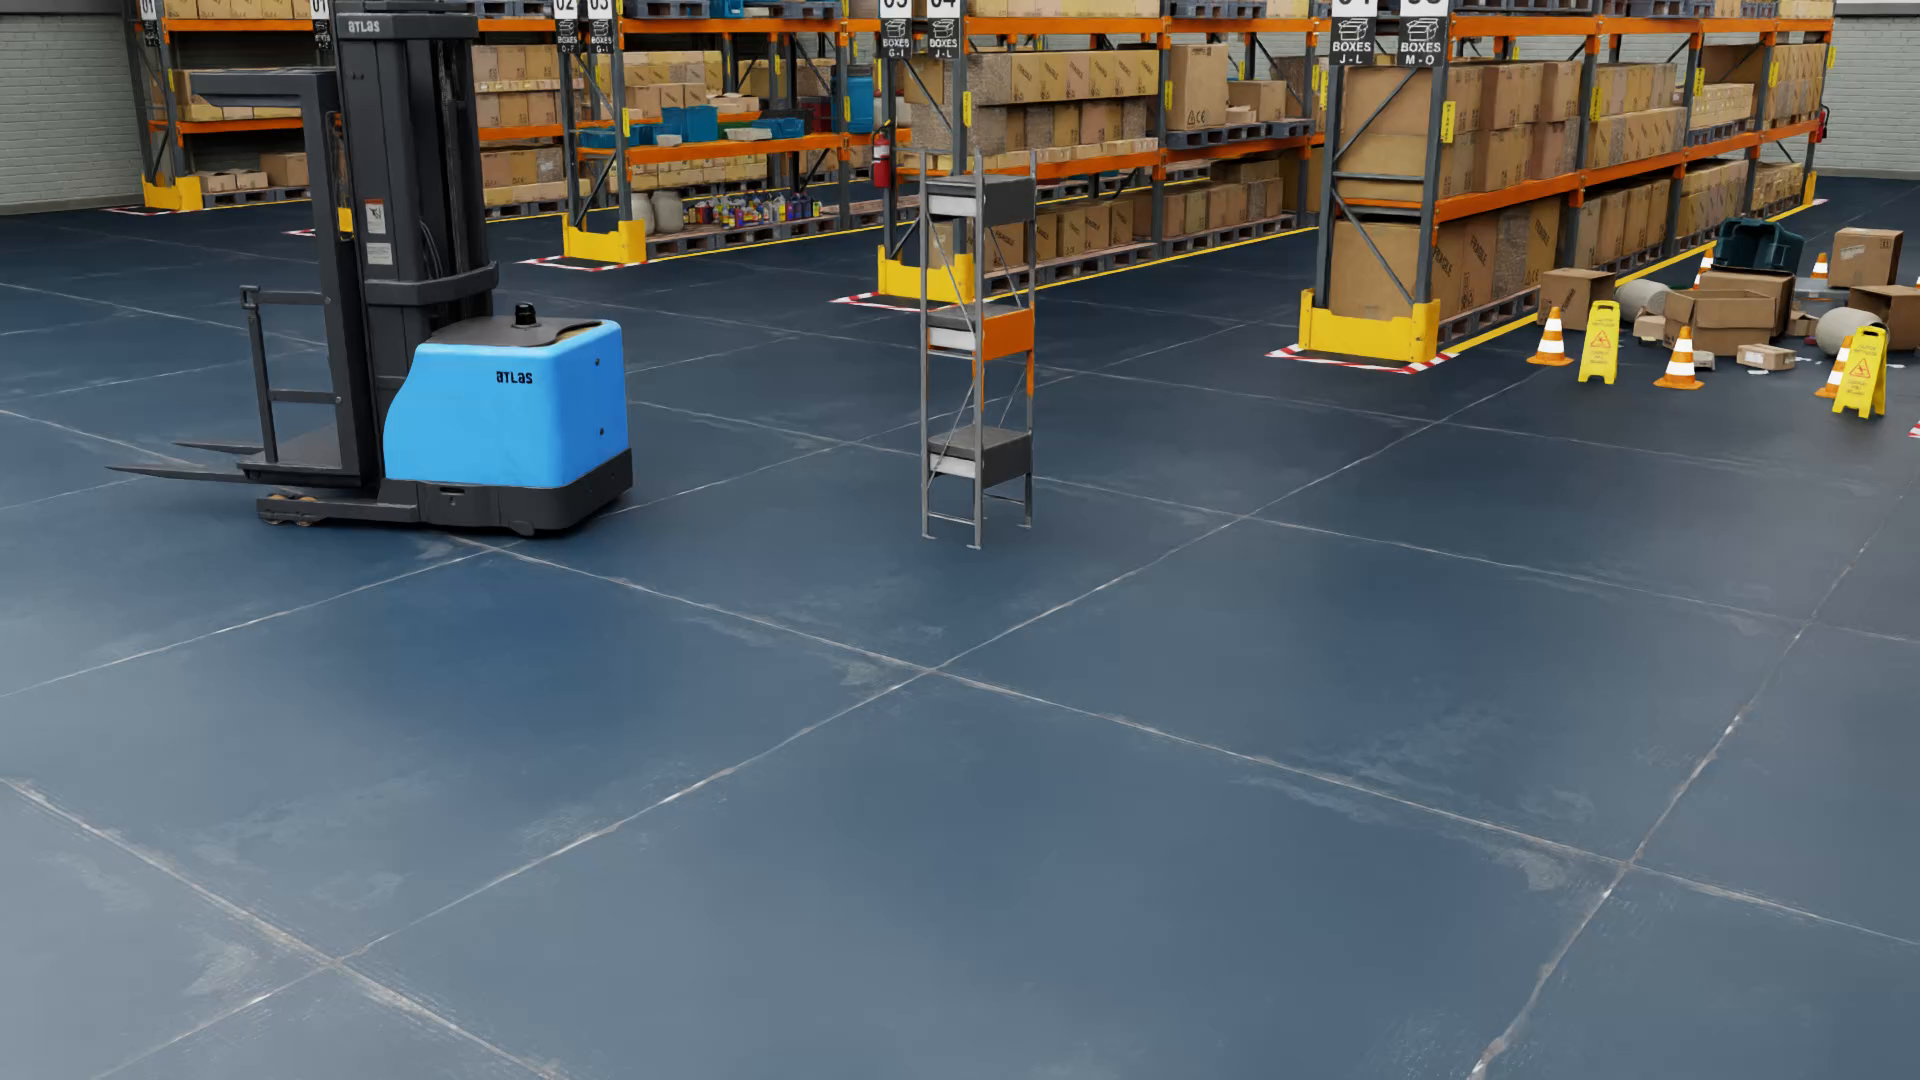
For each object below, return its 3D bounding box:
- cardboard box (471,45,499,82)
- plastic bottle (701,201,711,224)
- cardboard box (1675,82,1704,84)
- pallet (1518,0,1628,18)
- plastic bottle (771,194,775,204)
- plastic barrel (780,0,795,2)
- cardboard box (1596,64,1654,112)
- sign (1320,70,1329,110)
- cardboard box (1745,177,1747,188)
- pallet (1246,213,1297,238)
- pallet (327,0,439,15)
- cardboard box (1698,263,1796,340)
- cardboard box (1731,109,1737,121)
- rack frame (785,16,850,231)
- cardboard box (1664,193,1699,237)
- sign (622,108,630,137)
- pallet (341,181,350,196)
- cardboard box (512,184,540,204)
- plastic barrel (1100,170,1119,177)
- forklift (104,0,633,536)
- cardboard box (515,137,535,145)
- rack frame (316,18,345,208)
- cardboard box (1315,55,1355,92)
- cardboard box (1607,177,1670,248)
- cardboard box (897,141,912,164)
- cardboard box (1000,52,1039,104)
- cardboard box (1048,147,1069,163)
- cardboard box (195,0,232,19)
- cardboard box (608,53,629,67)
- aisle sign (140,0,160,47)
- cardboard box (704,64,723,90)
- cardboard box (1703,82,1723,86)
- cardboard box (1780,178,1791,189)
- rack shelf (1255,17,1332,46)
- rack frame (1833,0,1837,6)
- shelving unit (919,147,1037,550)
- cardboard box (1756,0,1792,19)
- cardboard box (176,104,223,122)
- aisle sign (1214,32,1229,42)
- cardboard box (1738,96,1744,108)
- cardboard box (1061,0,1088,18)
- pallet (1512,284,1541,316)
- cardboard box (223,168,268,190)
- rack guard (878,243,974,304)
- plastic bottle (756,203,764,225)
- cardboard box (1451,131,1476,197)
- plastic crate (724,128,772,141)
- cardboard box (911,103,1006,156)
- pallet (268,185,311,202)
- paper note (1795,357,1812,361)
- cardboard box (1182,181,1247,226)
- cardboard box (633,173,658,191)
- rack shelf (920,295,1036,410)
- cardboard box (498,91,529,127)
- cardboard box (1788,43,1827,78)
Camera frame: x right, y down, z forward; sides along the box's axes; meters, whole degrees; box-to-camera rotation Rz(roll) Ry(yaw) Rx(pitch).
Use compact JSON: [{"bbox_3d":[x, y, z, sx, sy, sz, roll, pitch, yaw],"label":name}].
[{"bbox_3d":[-7.094,-6.881,23.987,0.700,0.500,0.500,12,21,35],"label":"cardboard box"},{"bbox_3d":[-3.345,-4.314,21.916,0.061,0.283,0.133,12,21,35],"label":"plastic bottle"},{"bbox_3d":[10.102,-6.284,23.135,0.380,0.149,0.250,14,22,37],"label":"cardboard box"},{"bbox_3d":[6.446,-5.595,17.468,0.805,0.209,1.217,11,21,33],"label":"pallet"},{"bbox_3d":[-2.589,-4.616,22.890,0.061,0.283,0.133,12,21,35],"label":"plastic bottle"},{"bbox_3d":[-2.376,-7.421,22.129,0.421,0.512,0.421,0,17,0],"label":"plastic barrel"},{"bbox_3d":[7.443,-5.156,18.936,0.700,0.500,0.500,12,21,34],"label":"cardboard box"},{"bbox_3d":[3.128,-3.839,14.197,0.100,0.325,0.005,12,21,35],"label":"sign"},{"bbox_3d":[11.077,-5.101,23.707,0.380,0.149,0.250,13,22,37],"label":"cardboard box"},{"bbox_3d":[3.933,-4.362,22.936,1.003,0.211,1.213,12,21,35],"label":"pallet"},{"bbox_3d":[-7.879,-7.280,22.720,1.003,0.211,1.213,12,21,35],"label":"pallet"},{"bbox_3d":[7.155,-2.186,15.206,0.797,0.637,0.503,12,21,35],"label":"cardboard box"},{"bbox_3d":[10.174,-5.703,22.265,0.380,0.149,0.250,11,20,32],"label":"cardboard box"},{"bbox_3d":[-1.962,-5.803,22.871,1.000,3.000,0.127,12,21,35],"label":"rack frame"},{"bbox_3d":[8.949,-4.110,20.927,0.500,0.500,0.500,11,21,32],"label":"cardboard box"},{"bbox_3d":[-3.906,-4.884,19.446,0.100,0.325,0.005,12,21,35],"label":"sign"},{"bbox_3d":[-10.290,-6.055,28.387,1.003,0.211,1.213,12,21,35],"label":"pallet"},{"bbox_3d":[-6.630,-5.178,24.788,0.500,0.250,0.500,12,21,35],"label":"cardboard box"},{"bbox_3d":[2.467,-6.780,28.848,0.600,0.901,0.708,12,21,35],"label":"plastic barrel"},{"bbox_3d":[-3.549,-1.627,9.540,3.031,2.935,1.130,4,18,12],"label":"forklift"},{"bbox_3d":[-8.322,-7.239,30.971,0.700,0.500,0.500,12,21,35],"label":"cardboard box"},{"bbox_3d":[-8.321,-5.726,22.625,1.000,3.000,0.127,12,21,35],"label":"rack frame"},{"bbox_3d":[5.238,-6.733,24.007,0.797,0.503,0.637,13,21,36],"label":"cardboard box"},{"bbox_3d":[7.887,-3.976,20.076,1.050,0.750,0.750,12,21,34],"label":"cardboard box"},{"bbox_3d":[-1.235,-7.432,31.592,0.500,0.500,0.500,12,21,34],"label":"cardboard box"},{"bbox_3d":[0.483,-4.843,17.424,0.500,0.500,0.500,12,21,35],"label":"cardboard box"},{"bbox_3d":[0.966,-4.220,18.200,0.380,0.149,0.250,12,21,35],"label":"cardboard box"},{"bbox_3d":[-11.553,-8.247,25.484,0.500,0.500,0.500,14,22,38],"label":"cardboard box"},{"bbox_3d":[-6.738,-9.254,32.017,0.500,0.250,0.500,12,21,34],"label":"cardboard box"},{"bbox_3d":[-12.103,-7.772,24.829,0.394,0.787,0.004,12,21,35],"label":"aisle sign"},{"bbox_3d":[-5.224,-9.503,34.085,0.500,0.500,0.500,12,21,34],"label":"cardboard box"},{"bbox_3d":[10.767,-6.287,23.761,0.500,0.500,0.500,12,21,35],"label":"cardboard box"},{"bbox_3d":[12.397,-5.440,25.302,0.380,0.149,0.250,13,21,35],"label":"cardboard box"},{"bbox_3d":[5.591,-7.445,24.316,1.077,0.370,4.000,12,21,35],"label":"rack shelf"},{"bbox_3d":[13.089,-9.750,25.467,1.000,3.000,0.127,12,21,35],"label":"rack frame"},{"bbox_3d":[0.099,-1.042,9.059,0.431,2.100,0.503,12,21,35],"label":"shelving unit"},{"bbox_3d":[11.194,-7.357,23.071,0.500,0.250,0.500,14,22,37],"label":"cardboard box"},{"bbox_3d":[-11.756,-6.598,25.653,0.500,0.250,0.500,12,21,33],"label":"cardboard box"},{"bbox_3d":[4.993,-9.972,31.913,0.394,0.787,0.004,12,21,35],"label":"aisle sign"},{"bbox_3d":[10.321,-5.904,22.411,0.380,0.149,0.250,14,22,37],"label":"cardboard box"},{"bbox_3d":[1.034,-5.771,17.963,0.500,0.250,0.500,13,22,36],"label":"cardboard box"},{"bbox_3d":[5.423,-2.528,17.028,1.003,0.211,1.213,12,21,35],"label":"pallet"},{"bbox_3d":[-11.477,-5.811,26.691,0.500,0.311,0.500,15,22,39],"label":"cardboard box"},{"bbox_3d":[-0.322,-2.799,17.414,1.175,0.500,0.348,12,21,35],"label":"rack guard"},{"bbox_3d":[-2.630,-4.287,21.851,0.097,0.271,0.097,0,17,0],"label":"plastic bottle"},{"bbox_3d":[4.051,-3.377,14.807,0.875,0.550,0.550,12,21,35],"label":"cardboard box"},{"bbox_3d":[-2.726,-5.245,21.521,0.530,0.136,0.437,12,21,35],"label":"plastic crate"},{"bbox_3d":[-0.018,-4.291,17.332,0.875,0.500,0.500,12,21,35],"label":"cardboard box"},{"bbox_3d":[-11.016,-5.763,27.447,1.003,0.211,1.213,12,21,35],"label":"pallet"},{"bbox_3d":[7.183,-1.553,14.212,0.142,0.019,0.148,-11,20,-32],"label":"paper note"},{"bbox_3d":[3.364,-4.463,22.029,0.700,0.500,0.500,15,23,39],"label":"cardboard box"},{"bbox_3d":[-5.193,-5.740,26.598,0.500,0.250,0.500,13,22,36],"label":"cardboard box"},{"bbox_3d":[0.099,-1.029,9.063,0.431,0.518,0.480,12,21,35],"label":"rack shelf"},{"bbox_3d":[-6.808,-6.374,24.543,0.700,0.500,0.500,13,21,35],"label":"cardboard box"},{"bbox_3d":[13.016,-7.399,25.657,0.500,0.500,0.500,12,21,34],"label":"cardboard box"}]
